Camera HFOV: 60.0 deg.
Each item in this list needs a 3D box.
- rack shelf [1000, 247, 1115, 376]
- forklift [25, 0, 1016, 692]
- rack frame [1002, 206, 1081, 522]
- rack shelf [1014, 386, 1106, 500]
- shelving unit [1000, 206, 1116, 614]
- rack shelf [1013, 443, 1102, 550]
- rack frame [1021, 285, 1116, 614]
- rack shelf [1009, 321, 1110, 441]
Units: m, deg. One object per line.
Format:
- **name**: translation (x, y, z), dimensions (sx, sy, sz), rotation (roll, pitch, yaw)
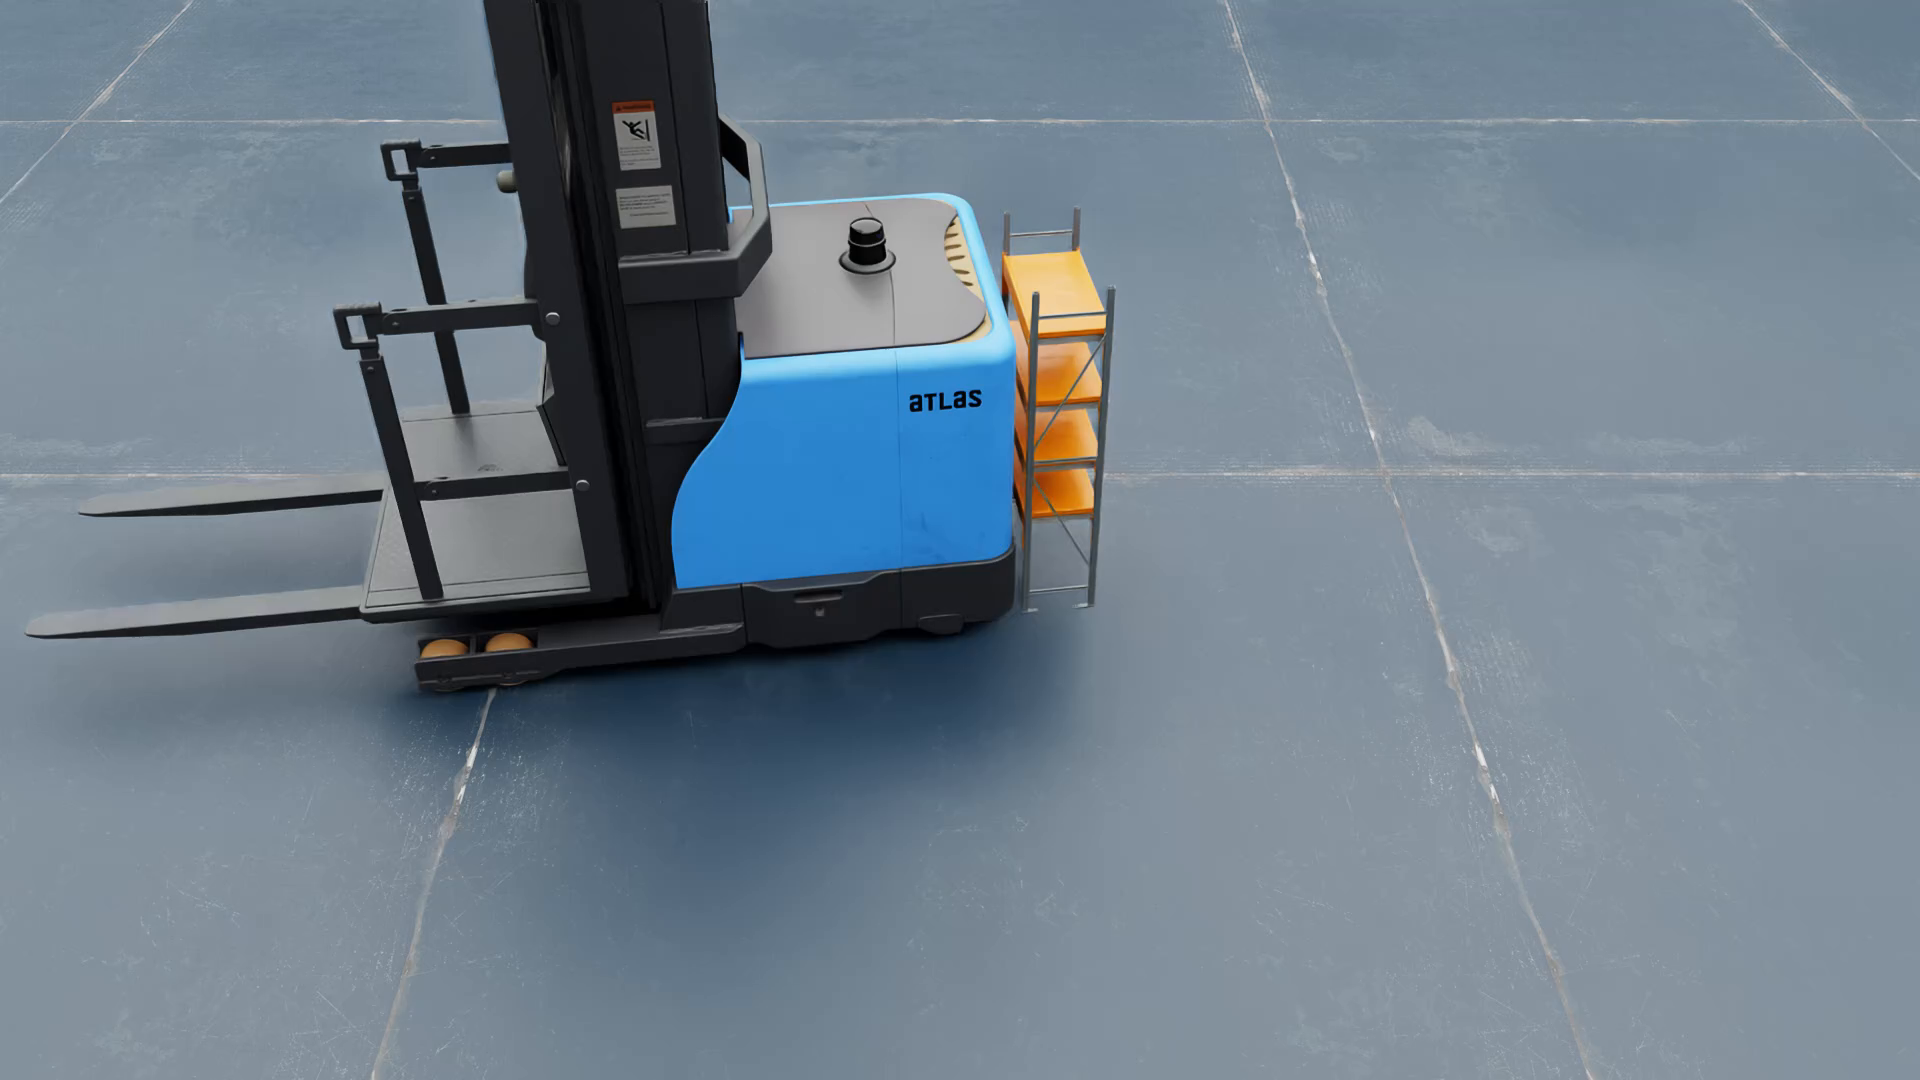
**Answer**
- **rack shelf**: translation (0.287, -0.699, 5.034), dimensions (0.258, 0.148, 0.480), rotation (-5, 39, -7)
- **forklift**: translation (-1.385, -1.027, 4.688), dimensions (3.031, 2.935, 1.130), rotation (-5, 39, -7)
- **rack frame**: translation (0.251, -0.543, 5.468), dimensions (0.240, 1.200, 0.015), rotation (-5, 39, -7)
- **rack shelf**: translation (0.287, -0.340, 5.322), dimensions (0.258, 0.148, 0.480), rotation (-5, 39, -7)
- **shelving unit**: translation (0.287, -0.392, 5.280), dimensions (0.258, 1.200, 0.503), rotation (-5, 39, -7)
- **rack shelf**: translation (0.286, -0.185, 5.446), dimensions (0.258, 0.148, 0.480), rotation (-5, 39, -7)
- **rack frame**: translation (0.322, -0.241, 5.092), dimensions (0.240, 1.200, 0.015), rotation (-5, 39, -7)
- **rack shelf**: translation (0.287, -0.515, 5.182), dimensions (0.258, 0.148, 0.480), rotation (-5, 39, -7)
